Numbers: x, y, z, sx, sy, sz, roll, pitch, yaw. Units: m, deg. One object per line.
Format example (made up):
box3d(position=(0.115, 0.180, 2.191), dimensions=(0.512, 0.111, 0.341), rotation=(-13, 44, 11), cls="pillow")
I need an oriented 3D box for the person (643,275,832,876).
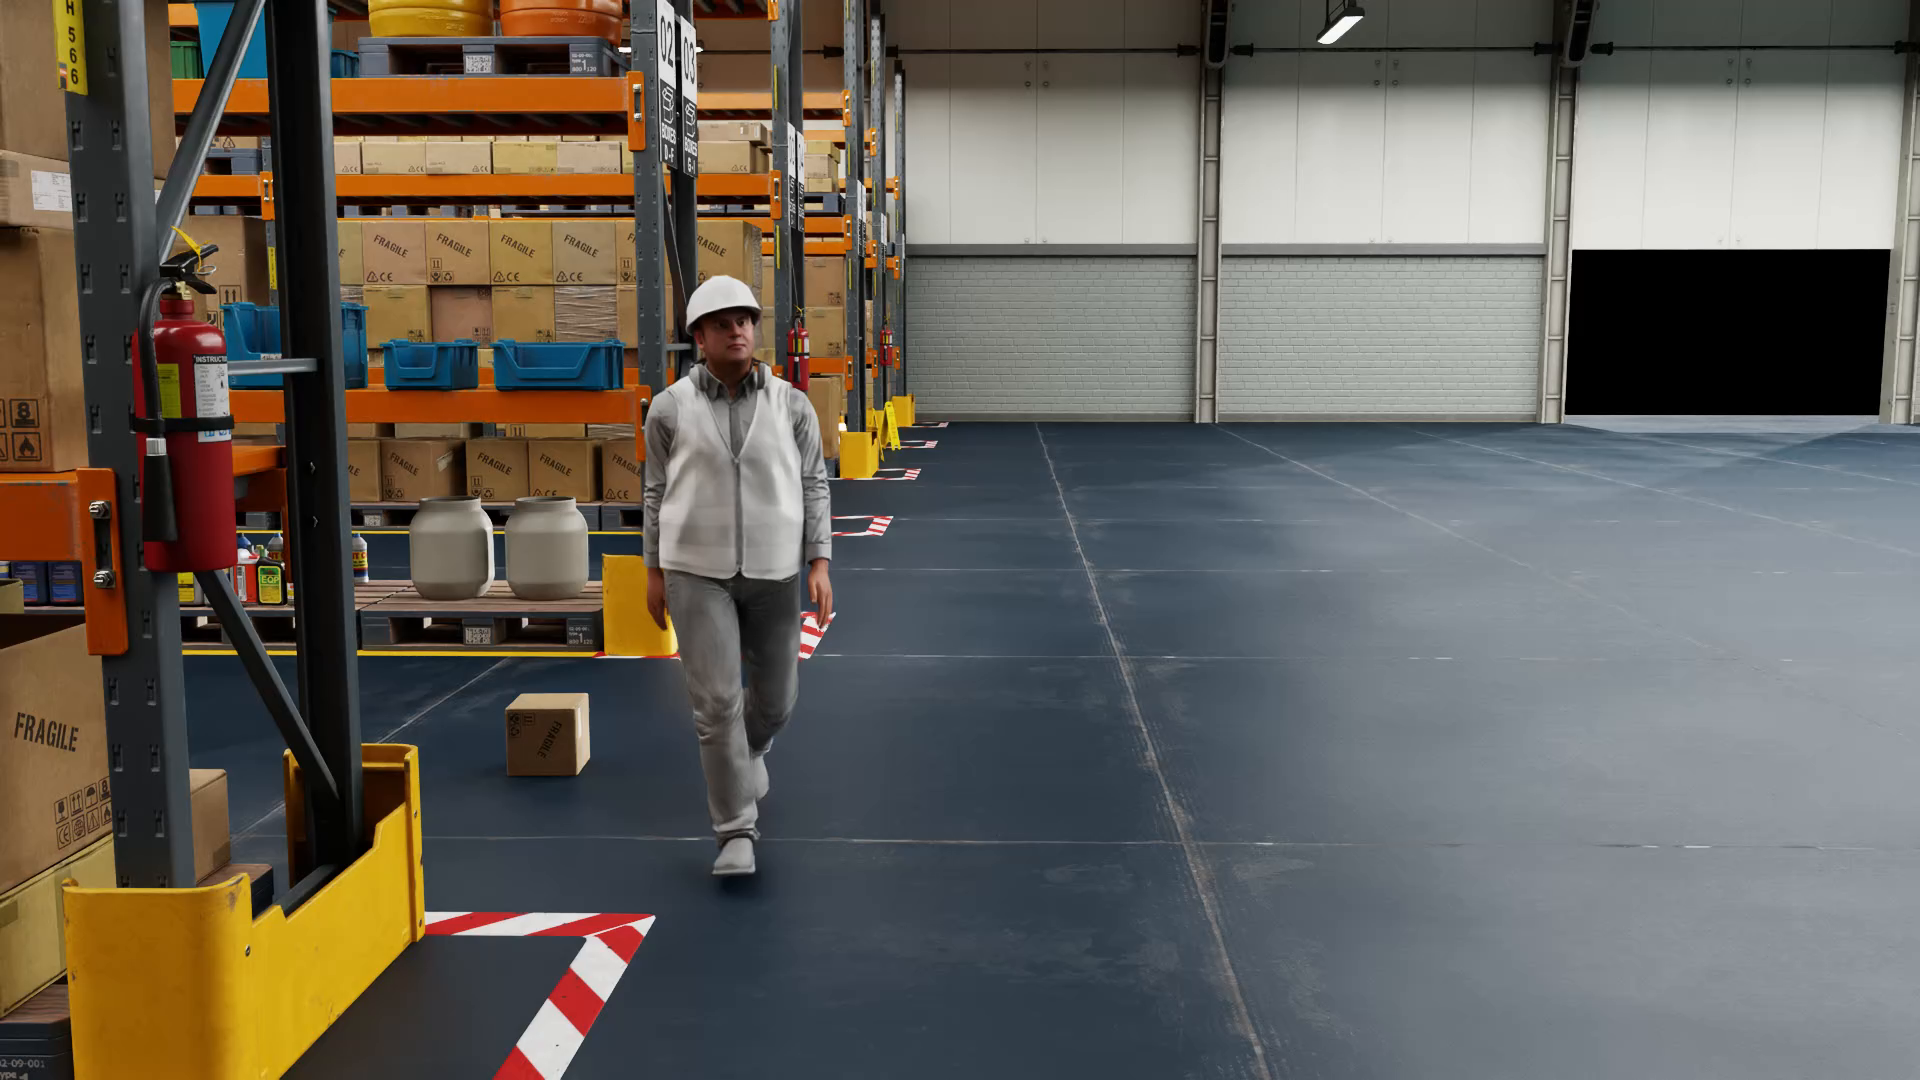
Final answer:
box3d(position=(-0.680, 0.078, 5.055), dimensions=(0.551, 1.745, 0.922), rotation=(-2, 7, -15), cls="person")
